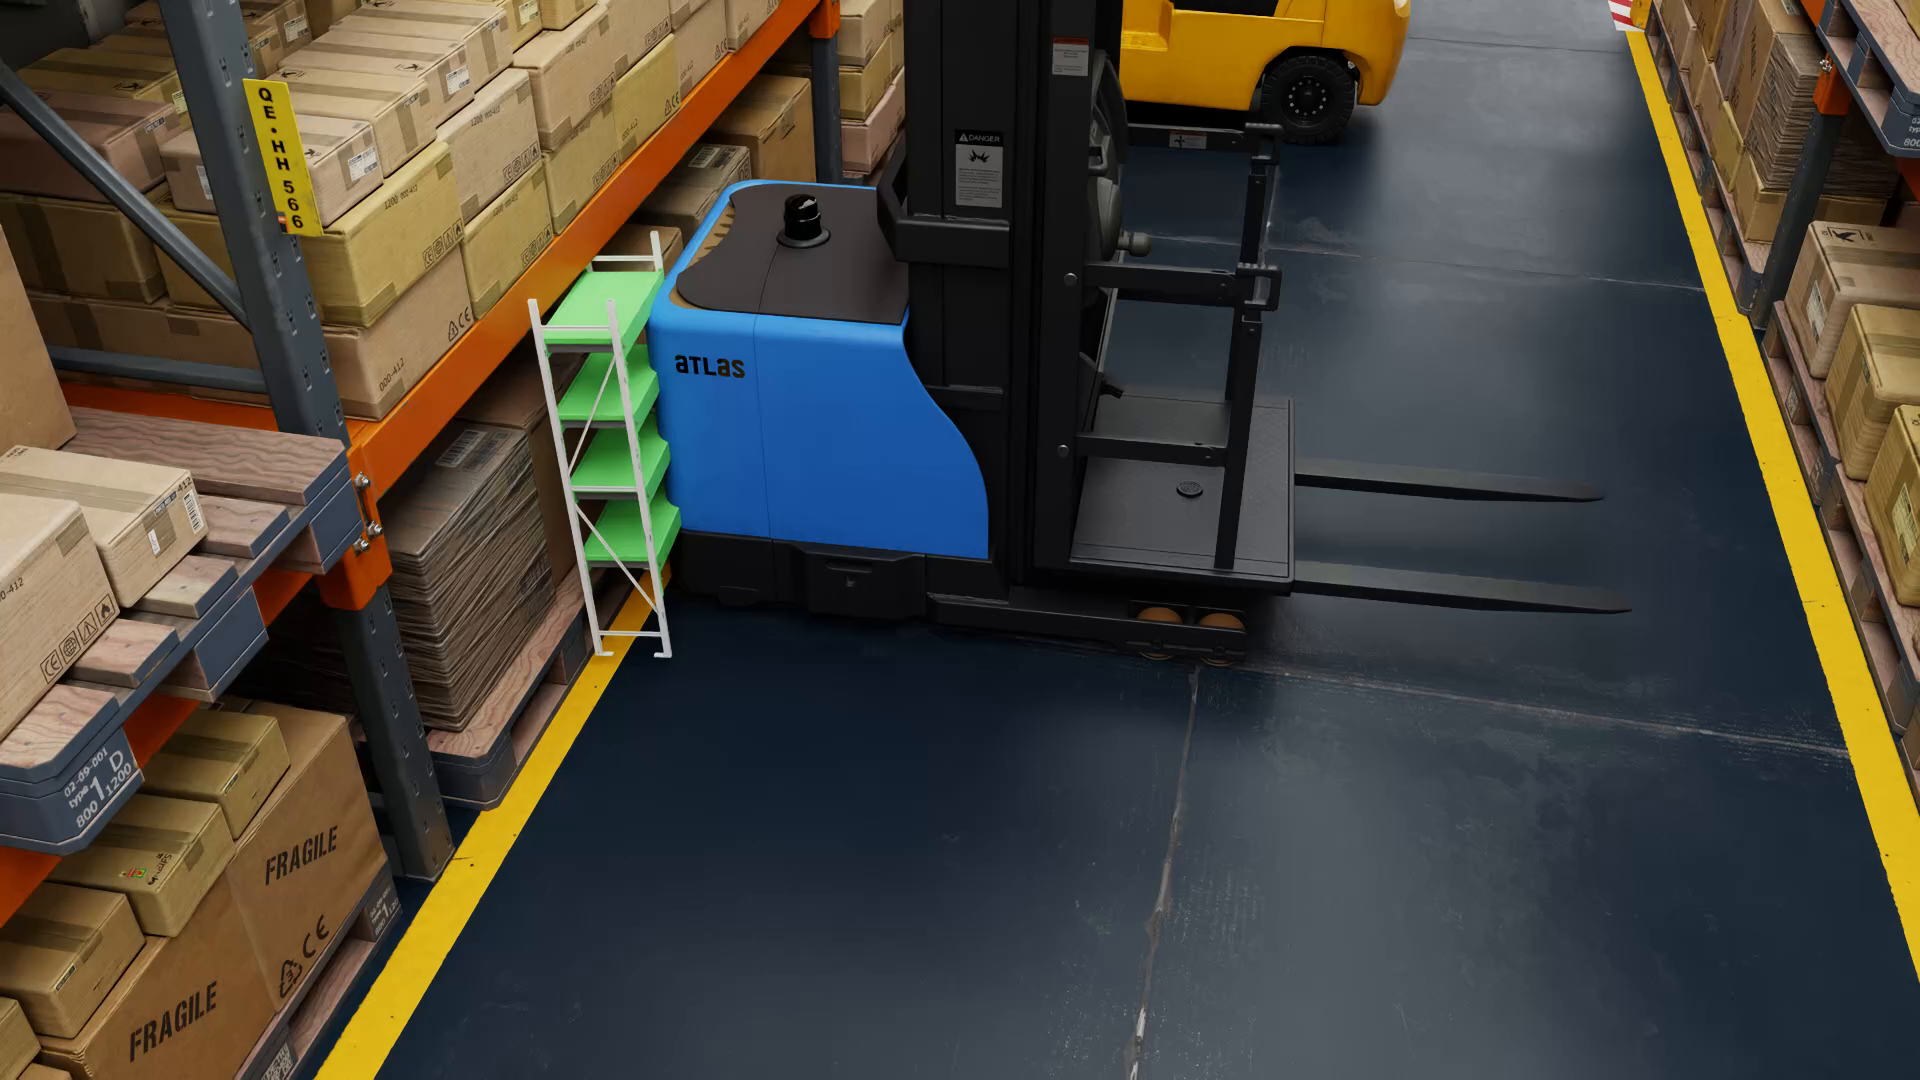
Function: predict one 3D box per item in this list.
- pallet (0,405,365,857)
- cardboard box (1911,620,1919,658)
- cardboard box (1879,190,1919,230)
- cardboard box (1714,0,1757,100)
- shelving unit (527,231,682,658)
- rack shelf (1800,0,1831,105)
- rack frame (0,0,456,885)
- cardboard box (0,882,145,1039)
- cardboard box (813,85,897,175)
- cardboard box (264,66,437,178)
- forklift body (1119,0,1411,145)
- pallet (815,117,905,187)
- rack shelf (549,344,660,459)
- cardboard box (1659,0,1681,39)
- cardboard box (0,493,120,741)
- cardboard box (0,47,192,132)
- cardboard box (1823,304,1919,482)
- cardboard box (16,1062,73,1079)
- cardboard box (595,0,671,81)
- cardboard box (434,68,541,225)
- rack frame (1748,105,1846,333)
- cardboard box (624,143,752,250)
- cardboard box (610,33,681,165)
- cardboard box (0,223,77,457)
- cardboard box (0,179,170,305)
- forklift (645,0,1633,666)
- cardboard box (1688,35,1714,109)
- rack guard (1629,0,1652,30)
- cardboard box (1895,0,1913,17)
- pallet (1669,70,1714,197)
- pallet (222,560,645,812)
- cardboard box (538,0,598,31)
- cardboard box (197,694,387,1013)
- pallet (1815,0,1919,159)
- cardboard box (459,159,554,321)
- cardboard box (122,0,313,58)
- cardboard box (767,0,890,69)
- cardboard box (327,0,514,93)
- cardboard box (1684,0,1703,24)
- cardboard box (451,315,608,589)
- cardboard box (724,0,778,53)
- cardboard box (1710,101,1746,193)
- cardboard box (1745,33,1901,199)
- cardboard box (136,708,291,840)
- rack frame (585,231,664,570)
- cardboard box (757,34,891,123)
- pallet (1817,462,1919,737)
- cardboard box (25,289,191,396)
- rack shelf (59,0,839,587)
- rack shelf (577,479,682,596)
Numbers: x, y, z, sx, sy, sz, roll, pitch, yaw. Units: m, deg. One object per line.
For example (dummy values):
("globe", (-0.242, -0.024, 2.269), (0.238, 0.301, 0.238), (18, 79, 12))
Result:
("pallet", (-1.962, 0.089, 3.234), (1.213, 0.211, 1.003), (7, 37, 10))
("cardboard box", (3.244, 0.382, 4.549), (0.950, 0.372, 0.625), (7, 36, 9))
("cardboard box", (4.208, -1.420, 7.138), (0.500, 0.250, 0.500), (6, 36, 8))
("cardboard box", (3.898, -2.376, 7.819), (0.500, 0.500, 0.500), (9, 37, 12))
("shelving unit", (-1.016, -0.278, 5.061), (0.258, 1.200, 0.503), (1, 33, 6))
("rack shelf", (4.246, -2.914, 7.828), (1.077, 0.370, 4.000), (7, 37, 10))
("rack frame", (-1.886, -0.386, 3.726), (1.000, 3.000, 0.127), (7, 37, 10))
("cardboard box", (-1.871, 0.815, 3.290), (0.380, 0.149, 0.250), (6, 36, 8))
("cardboard box", (-0.605, -1.971, 7.899), (0.500, 0.250, 0.500), (8, 37, 10))
("cardboard box", (-1.474, -0.988, 3.919), (0.380, 0.149, 0.250), (8, 37, 11))
("forklift body", (1.200, -3.313, 8.488), (2.313, 2.155, 1.214), (7, 37, 10))
("pallet", (-0.821, -2.000, 8.330), (1.003, 0.211, 1.213), (7, 37, 10))
("rack shelf", (-1.023, -0.427, 4.966), (0.258, 0.148, 0.480), (1, 33, 6))
("cardboard box", (4.231, -2.981, 9.292), (0.500, 0.250, 0.500), (7, 37, 10))
("cardboard box", (-1.795, 0.151, 2.756), (0.500, 0.250, 0.500), (6, 36, 8))
("cardboard box", (-2.067, -1.065, 4.025), (0.380, 0.149, 0.250), (8, 37, 11))
("cardboard box", (3.559, -0.451, 5.698), (0.950, 0.372, 0.625), (10, 37, 13))
("cardboard box", (-1.992, 1.312, 3.156), (0.500, 0.500, 0.500), (9, 37, 12))
("cardboard box", (-1.230, -1.632, 5.147), (0.500, 0.250, 0.500), (8, 37, 11))
("cardboard box", (-1.444, -1.038, 4.328), (0.500, 0.250, 0.500), (8, 37, 11))
("rack frame", (3.819, -2.059, 6.035), (1.000, 3.000, 0.127), (7, 37, 10))
("cardboard box", (-1.305, -1.143, 6.437), (0.875, 0.625, 0.625), (7, 37, 9))
("cardboard box", (-1.224, -1.430, 5.294), (0.500, 0.250, 0.500), (8, 37, 11))
("cardboard box", (-2.148, -0.321, 3.193), (0.500, 0.500, 0.500), (9, 37, 12))
("cardboard box", (-2.061, -0.820, 4.027), (0.500, 0.250, 0.500), (8, 37, 11))
("forklift", (0.615, -1.128, 4.809), (3.031, 2.935, 1.130), (5, 36, 7))
("cardboard box", (4.010, -2.375, 8.456), (0.500, 0.250, 0.500), (10, 37, 13))
("rack guard", (4.657, -3.296, 9.872), (1.175, 0.500, 0.348), (7, 37, 10))
("cardboard box", (3.392, -1.850, 5.602), (0.380, 0.149, 0.250), (8, 37, 11))
("pallet", (4.186, -2.021, 8.358), (1.003, 0.211, 1.213), (7, 37, 10))
("pallet", (-1.672, 0.276, 5.189), (1.003, 0.211, 1.213), (7, 37, 10))
("cardboard box", (-1.264, -1.576, 4.730), (0.380, 0.149, 0.250), (8, 37, 11))
("cardboard box", (-1.766, 0.726, 3.965), (0.500, 0.500, 0.500), (8, 37, 11))
("pallet", (3.513, -1.561, 5.511), (1.003, 0.211, 1.213), (7, 37, 10))
("cardboard box", (-1.440, -0.836, 4.476), (0.500, 0.250, 0.500), (7, 36, 9))
("cardboard box", (-1.968, -1.355, 4.425), (0.380, 0.149, 0.250), (7, 36, 9))
("cardboard box", (-0.621, -2.378, 7.609), (0.500, 0.250, 0.500), (7, 36, 9))
("cardboard box", (-1.401, -1.290, 4.335), (0.380, 0.149, 0.250), (8, 37, 10))
("cardboard box", (4.119, -2.971, 8.639), (0.500, 0.500, 0.500), (6, 36, 8))
("cardboard box", (-1.607, -0.326, 5.309), (0.875, 0.625, 0.625), (8, 37, 11))
("cardboard box", (-0.985, -2.007, 6.092), (0.500, 0.250, 0.500), (7, 37, 10))
("cardboard box", (3.786, -1.795, 7.655), (0.500, 0.250, 0.500), (6, 36, 9))
("cardboard box", (3.683, -1.792, 7.013), (0.500, 0.500, 0.500), (7, 36, 9))
("cardboard box", (-1.744, 0.509, 3.711), (0.380, 0.149, 0.250), (6, 36, 8))
("rack frame", (-0.994, -0.409, 5.265), (0.240, 1.200, 0.015), (1, 33, 6))
("cardboard box", (-0.626, -2.177, 7.756), (0.500, 0.250, 0.500), (7, 37, 10))
("pallet", (3.395, 0.218, 5.269), (1.003, 0.211, 1.213), (7, 37, 10))
("cardboard box", (-2.040, -0.615, 4.170), (0.500, 0.250, 0.500), (7, 36, 9))
("rack shelf", (-1.459, -1.241, 5.519), (1.077, 0.370, 4.000), (7, 37, 10))
("rack shelf", (-1.004, -0.022, 5.223), (0.258, 0.148, 0.480), (1, 33, 6))
